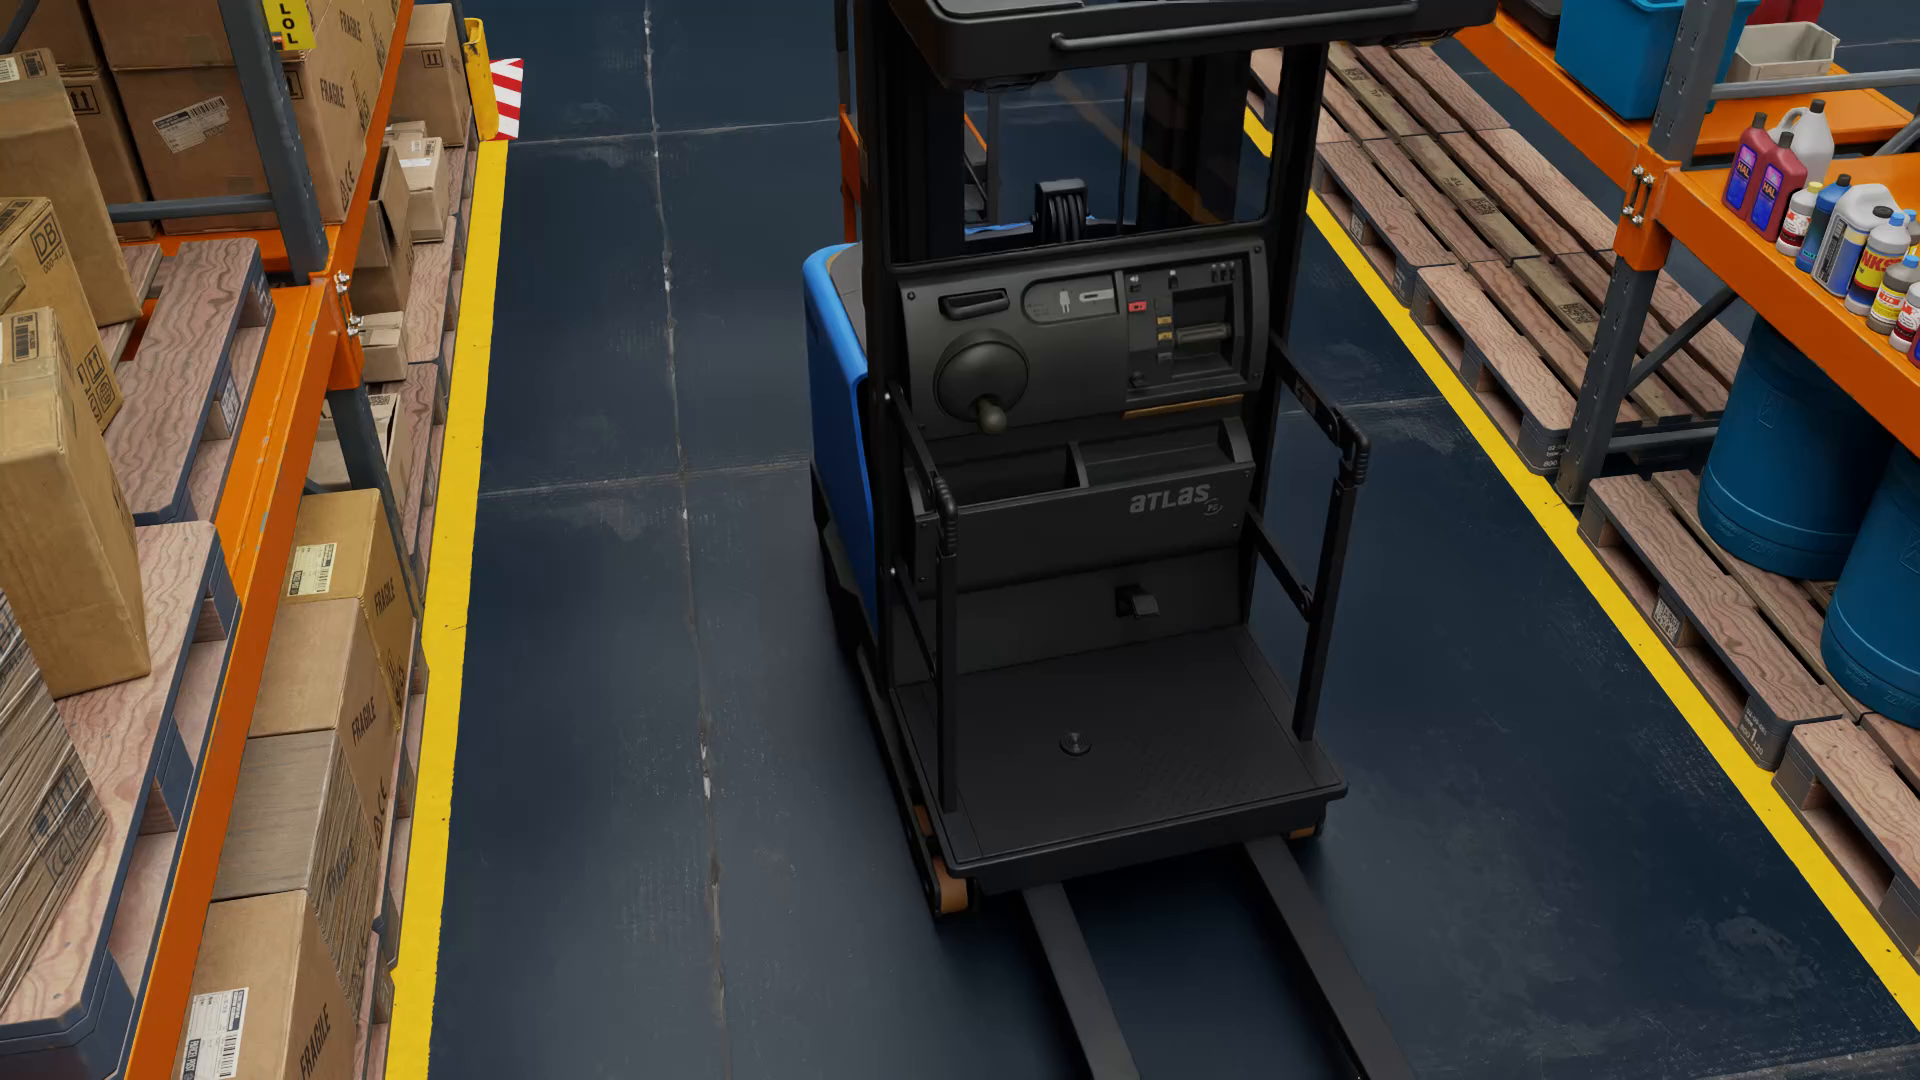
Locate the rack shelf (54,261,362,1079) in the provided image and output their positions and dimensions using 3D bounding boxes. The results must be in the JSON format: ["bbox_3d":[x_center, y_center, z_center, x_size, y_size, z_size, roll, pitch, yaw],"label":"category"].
[{"bbox_3d":[-1.886,0.633,3.076,1.077,0.370,4.000,-6,38,-8],"label":"rack shelf"}]

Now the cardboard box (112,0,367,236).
[{"bbox_3d":[-2.058,-1.235,4.814,0.500,0.500,0.500,-5,38,-7],"label":"cardboard box"}]

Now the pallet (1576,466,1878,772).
[{"bbox_3d":[2.734,0.182,5.343,1.003,0.211,1.213,-6,38,-8],"label":"pallet"}]

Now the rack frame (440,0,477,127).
[{"bbox_3d":[-2.938,-3.275,7.520,1.000,3.000,0.127,-6,38,-8],"label":"rack frame"}]

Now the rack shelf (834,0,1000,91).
[{"bbox_3d":[-0.140,-1.681,5.083,0.431,0.518,0.480,-9,39,-12],"label":"rack shelf"}]

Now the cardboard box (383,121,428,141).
[{"bbox_3d":[-2.618,-1.773,7.539,0.380,0.166,0.250,-6,38,-8],"label":"cardboard box"}]

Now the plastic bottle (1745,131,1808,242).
[{"bbox_3d":[2.308,-0.995,4.681,0.061,0.283,0.133,-6,38,-8],"label":"plastic bottle"}]

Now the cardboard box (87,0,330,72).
[{"bbox_3d":[-2.043,-1.608,4.478,0.500,0.500,0.500,-5,38,-7],"label":"cardboard box"}]

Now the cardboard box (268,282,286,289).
[{"bbox_3d":[-2.748,-0.737,6.087,0.500,0.311,0.500,-6,38,-8],"label":"cardboard box"}]

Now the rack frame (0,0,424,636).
[{"bbox_3d":[-2.237,-0.859,4.411,1.000,3.000,0.127,-6,38,-8],"label":"rack frame"}]

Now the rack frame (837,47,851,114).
[{"bbox_3d":[-0.204,-1.283,5.690,0.400,2.100,0.015,-9,39,-12],"label":"rack frame"}]

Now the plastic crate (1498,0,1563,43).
[{"bbox_3d":[2.179,-1.952,5.992,0.437,0.125,0.590,-6,38,-8],"label":"plastic crate"}]

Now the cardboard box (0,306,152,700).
[{"bbox_3d":[-1.867,-0.004,2.886,0.700,0.500,0.500,-16,41,-19],"label":"cardboard box"}]

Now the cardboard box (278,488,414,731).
[{"bbox_3d":[-1.868,0.222,4.698,0.500,0.500,0.500,-6,38,-8],"label":"cardboard box"}]

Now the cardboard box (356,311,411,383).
[{"bbox_3d":[-2.259,-0.712,6.172,0.380,0.166,0.250,-6,38,-8],"label":"cardboard box"}]

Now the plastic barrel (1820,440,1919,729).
[{"bbox_3d":[2.843,0.032,4.632,0.600,0.901,0.708,-6,38,-8],"label":"plastic barrel"}]

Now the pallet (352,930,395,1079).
[{"bbox_3d":[-1.840,1.468,3.688,1.003,0.211,1.213,-6,38,-8],"label":"pallet"}]

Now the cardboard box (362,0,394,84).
[{"bbox_3d":[-2.237,-1.847,5.601,0.500,0.500,0.500,-6,38,-8],"label":"cardboard box"}]

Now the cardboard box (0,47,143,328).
[{"bbox_3d":[-2.374,-0.754,3.852,0.700,0.500,0.500,-19,42,-23],"label":"cardboard box"}]

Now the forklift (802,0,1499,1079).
[{"bbox_3d":[0.374,-0.425,3.908,1.130,2.935,3.031,-9,39,-12],"label":"forklift"}]

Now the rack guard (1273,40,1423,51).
[{"bbox_3d":[1.922,-2.831,8.987,1.175,0.500,0.348,-6,38,-8],"label":"rack guard"}]

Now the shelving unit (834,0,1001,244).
[{"bbox_3d":[-0.140,-1.139,5.504,0.431,2.100,0.503,-9,39,-12],"label":"shelving unit"}]

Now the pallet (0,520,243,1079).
[{"bbox_3d":[-1.881,0.459,2.871,1.003,0.211,1.213,-6,38,-8],"label":"pallet"}]

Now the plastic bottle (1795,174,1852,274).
[{"bbox_3d":[2.363,-0.864,4.522,0.097,0.271,0.097,0,38,0],"label":"plastic bottle"}]

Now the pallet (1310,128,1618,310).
[{"bbox_3d":[2.256,-1.467,7.466,1.003,0.211,1.213,-6,38,-8],"label":"pallet"}]

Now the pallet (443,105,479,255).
[{"bbox_3d":[-2.784,-1.646,7.697,1.003,0.211,1.213,-6,38,-8],"label":"pallet"}]

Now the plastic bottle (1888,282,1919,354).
[{"bbox_3d":[2.438,-0.579,4.212,0.097,0.201,0.097,0,38,0],"label":"plastic bottle"}]

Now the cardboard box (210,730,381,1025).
[{"bbox_3d":[-1.703,0.824,3.923,0.500,0.500,0.500,-6,38,-7],"label":"cardboard box"}]

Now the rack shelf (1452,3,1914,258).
[{"bbox_3d":[2.290,-2.313,6.869,1.077,0.370,4.000,-6,38,-8],"label":"rack shelf"}]

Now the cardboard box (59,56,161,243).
[{"bbox_3d":[-2.577,-1.173,4.733,0.500,0.500,0.500,-6,38,-7],"label":"cardboard box"}]

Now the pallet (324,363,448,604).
[{"bbox_3d":[-2.357,-0.172,5.800,1.003,0.211,1.213,-6,38,-8],"label":"pallet"}]

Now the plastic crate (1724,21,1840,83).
[{"bbox_3d":[2.699,-1.605,5.537,0.396,0.136,0.243,-6,38,-8],"label":"plastic crate"}]

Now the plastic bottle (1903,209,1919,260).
[{"bbox_3d":[2.530,-0.794,4.489,0.097,0.201,0.097,0,38,0],"label":"plastic bottle"}]

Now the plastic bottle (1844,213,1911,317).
[{"bbox_3d":[2.404,-0.724,4.342,0.097,0.271,0.097,0,38,0],"label":"plastic bottle"}]
